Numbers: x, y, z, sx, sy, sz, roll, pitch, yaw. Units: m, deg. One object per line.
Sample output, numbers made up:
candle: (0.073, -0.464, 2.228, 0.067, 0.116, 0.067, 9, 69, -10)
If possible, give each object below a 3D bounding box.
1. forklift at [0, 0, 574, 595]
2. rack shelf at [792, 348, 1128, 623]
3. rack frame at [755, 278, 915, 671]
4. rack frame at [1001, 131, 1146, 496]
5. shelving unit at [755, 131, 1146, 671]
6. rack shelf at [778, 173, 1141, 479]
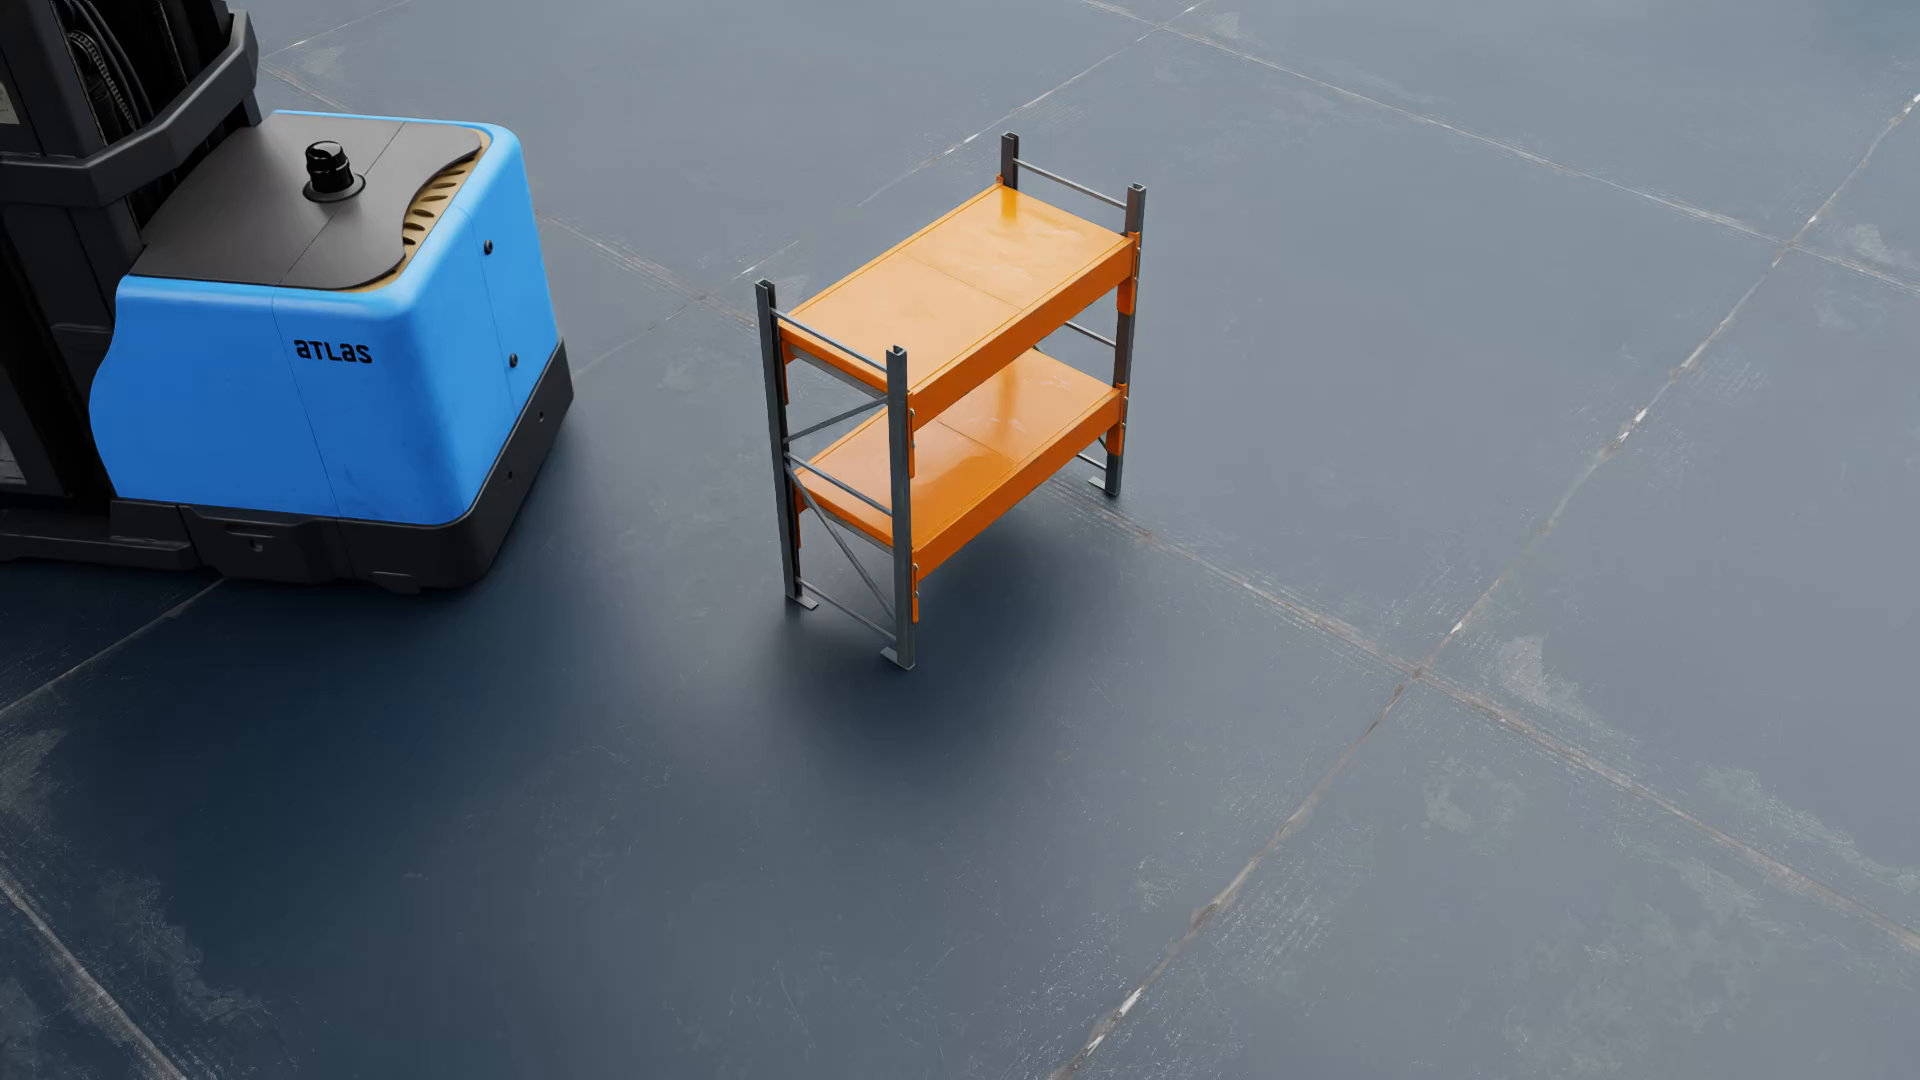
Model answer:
forklift: (-2.876, -1.362, 4.569, 3.031, 2.935, 1.130, 5, 43, 6)
rack shelf: (-0.004, -0.232, 5.032, 0.538, 0.278, 1.000, 29, 50, 28)
rack frame: (-0.331, -0.151, 4.580, 0.500, 1.125, 0.032, 29, 50, 28)
rack frame: (0.323, -0.674, 5.156, 0.500, 1.125, 0.032, 29, 50, 28)
shelving unit: (-0.004, -0.413, 4.868, 0.538, 1.125, 1.048, 29, 50, 28)
rack shelf: (-0.004, -0.629, 4.671, 0.538, 0.278, 1.000, 29, 50, 28)
